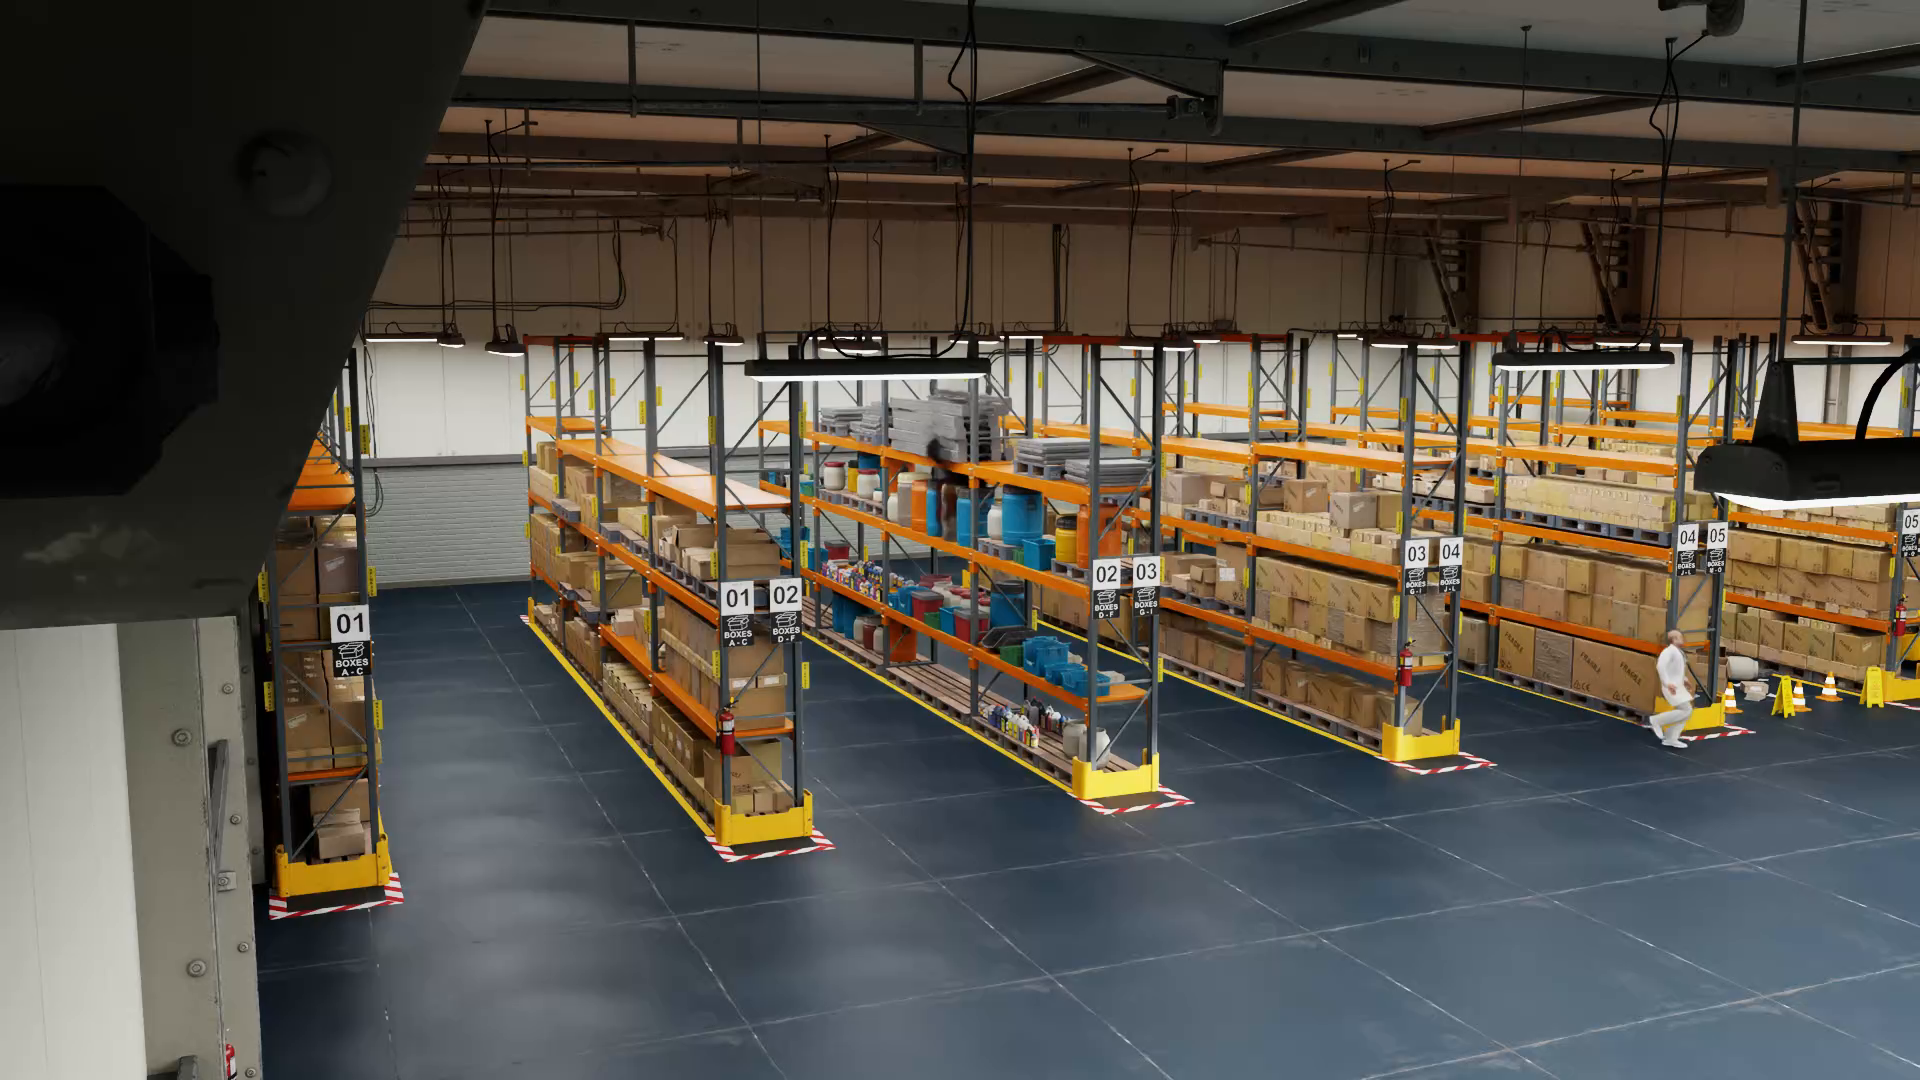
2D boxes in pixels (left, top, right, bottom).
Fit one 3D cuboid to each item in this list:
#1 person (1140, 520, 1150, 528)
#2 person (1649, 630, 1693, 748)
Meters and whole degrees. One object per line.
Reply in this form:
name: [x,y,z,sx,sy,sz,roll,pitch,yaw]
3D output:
person: [4.677,0.009,41.373,0.870,1.685,0.604,-4,9,-29]
person: [10.648,2.199,24.801,0.580,1.697,0.738,5,9,32]
